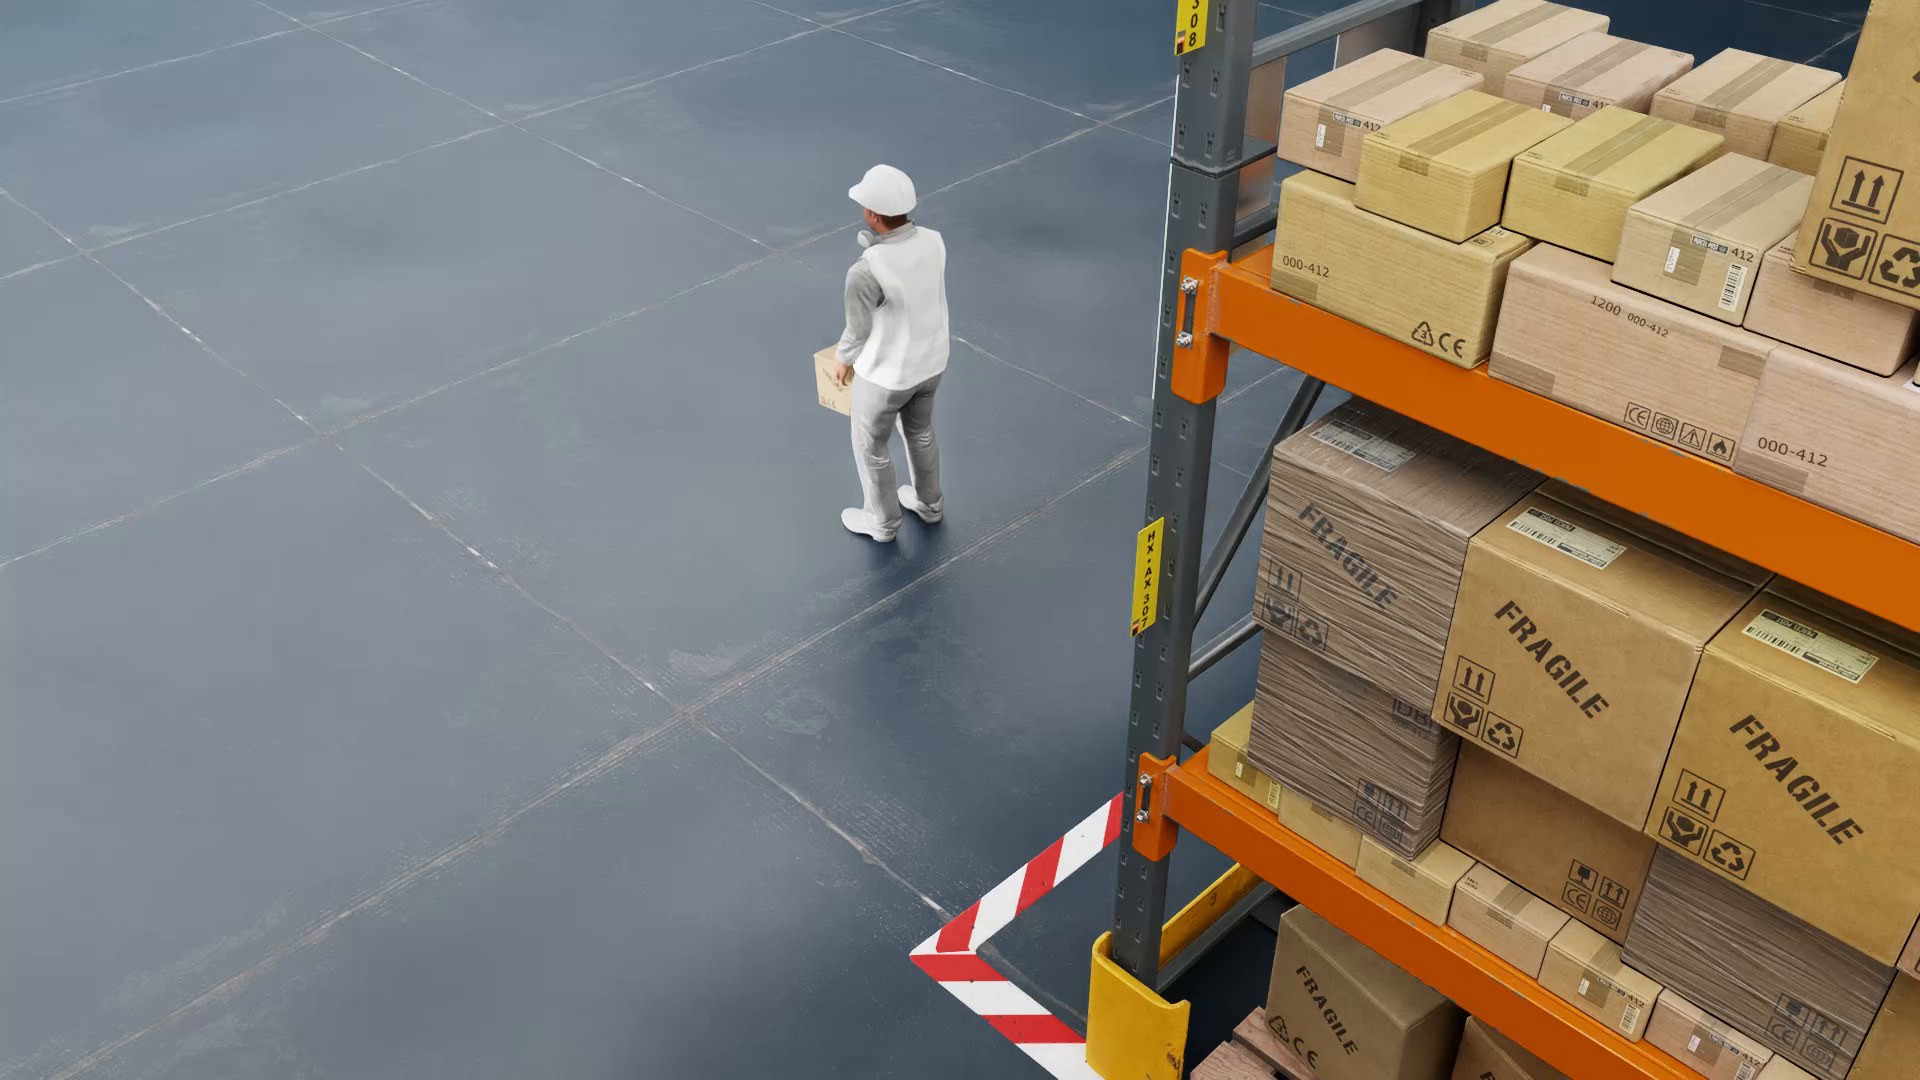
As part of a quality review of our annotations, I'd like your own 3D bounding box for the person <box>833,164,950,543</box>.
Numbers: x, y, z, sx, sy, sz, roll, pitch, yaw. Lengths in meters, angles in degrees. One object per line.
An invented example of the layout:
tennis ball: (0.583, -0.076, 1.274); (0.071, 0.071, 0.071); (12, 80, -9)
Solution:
person: (-0.294, -0.783, 7.226); (0.470, 1.779, 0.551); (29, 44, 34)
